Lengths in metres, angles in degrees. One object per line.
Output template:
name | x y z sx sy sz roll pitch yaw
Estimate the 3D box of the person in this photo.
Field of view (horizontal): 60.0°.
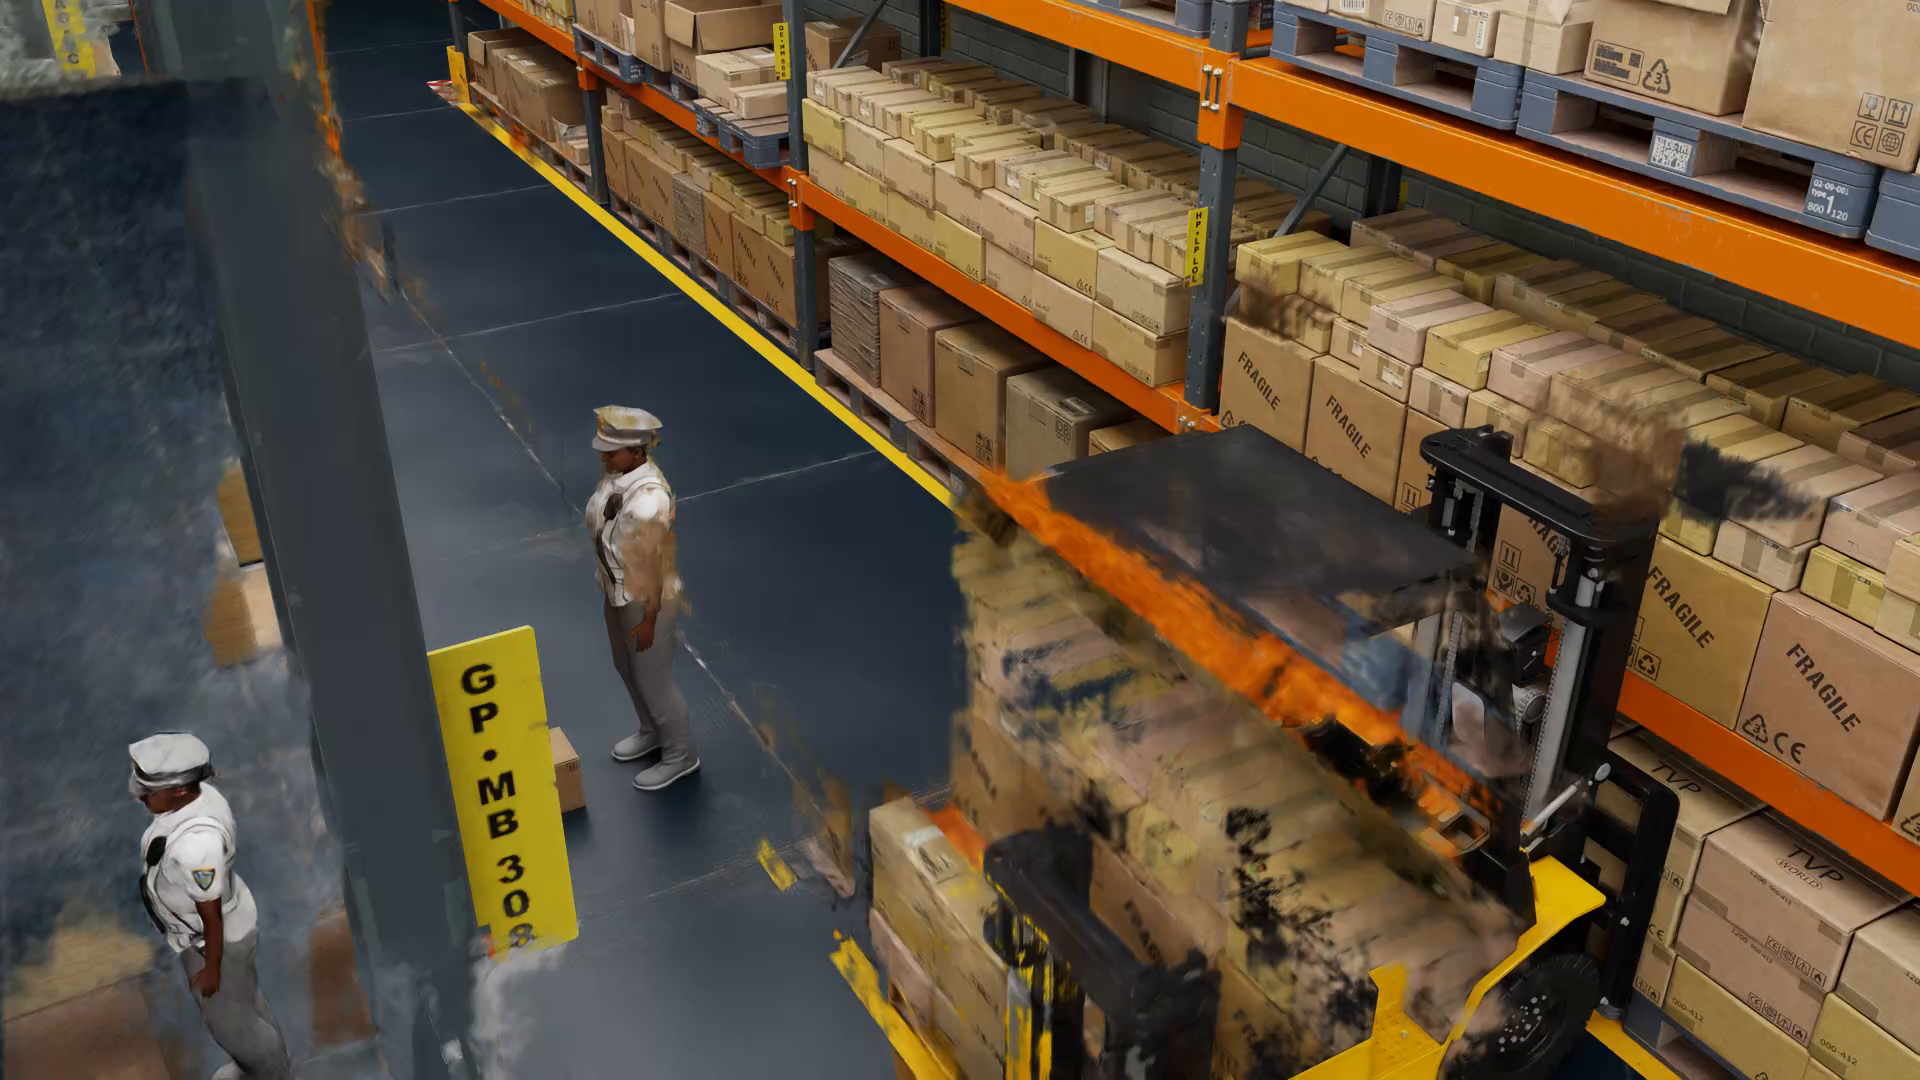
person | -1.296 0.237 6.698 0.341 1.674 0.437 -15 33 -25
